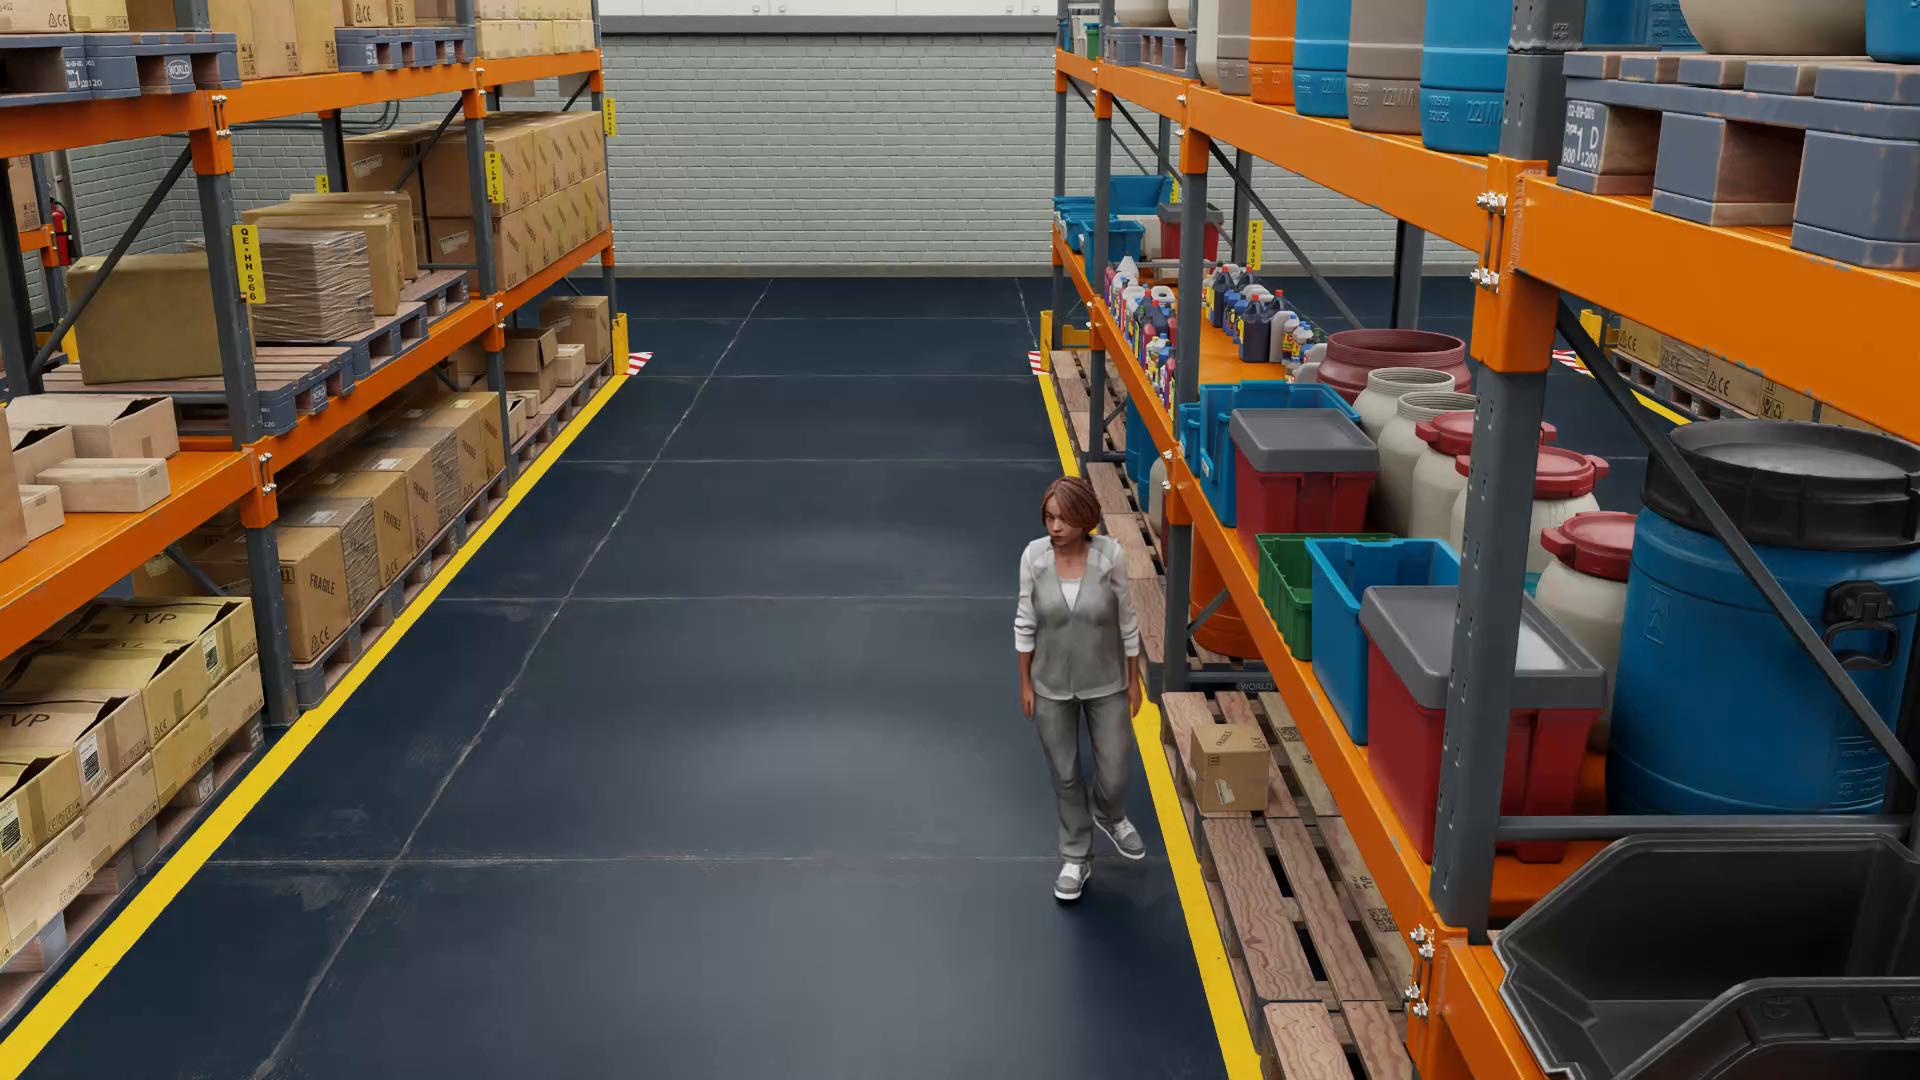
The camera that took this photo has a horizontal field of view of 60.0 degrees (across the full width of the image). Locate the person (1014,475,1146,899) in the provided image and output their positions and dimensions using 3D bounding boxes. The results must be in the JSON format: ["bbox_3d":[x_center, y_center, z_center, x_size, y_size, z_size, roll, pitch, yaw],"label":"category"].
[{"bbox_3d":[0.436,0.512,5.910,0.477,1.589,0.470,3,18,11],"label":"person"}]
